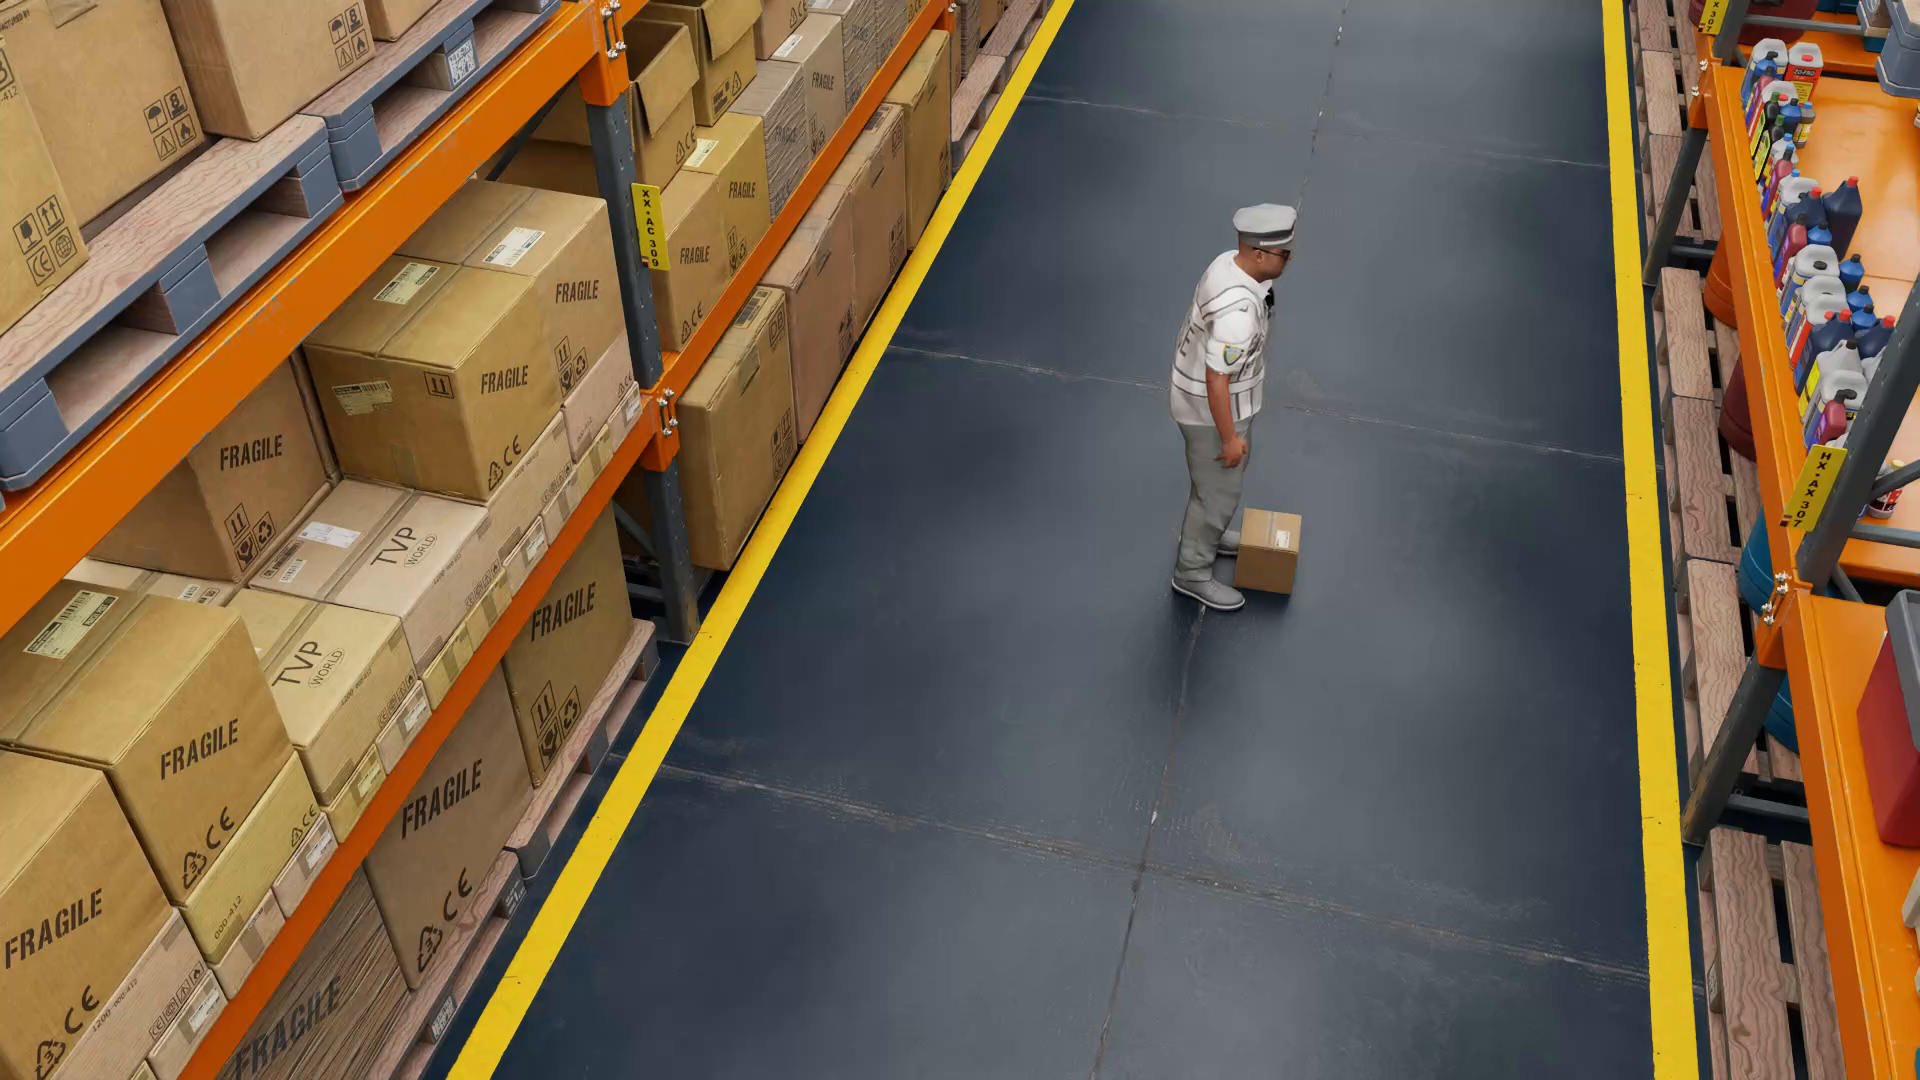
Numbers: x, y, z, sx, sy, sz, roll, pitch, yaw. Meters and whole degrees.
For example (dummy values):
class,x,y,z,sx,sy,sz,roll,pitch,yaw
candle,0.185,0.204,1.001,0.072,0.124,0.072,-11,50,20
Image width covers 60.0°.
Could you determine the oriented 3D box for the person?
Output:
class,x,y,z,sx,sy,sz,roll,pitch,yaw
person,1.072,-0.564,6.803,0.429,1.751,0.606,8,41,9
